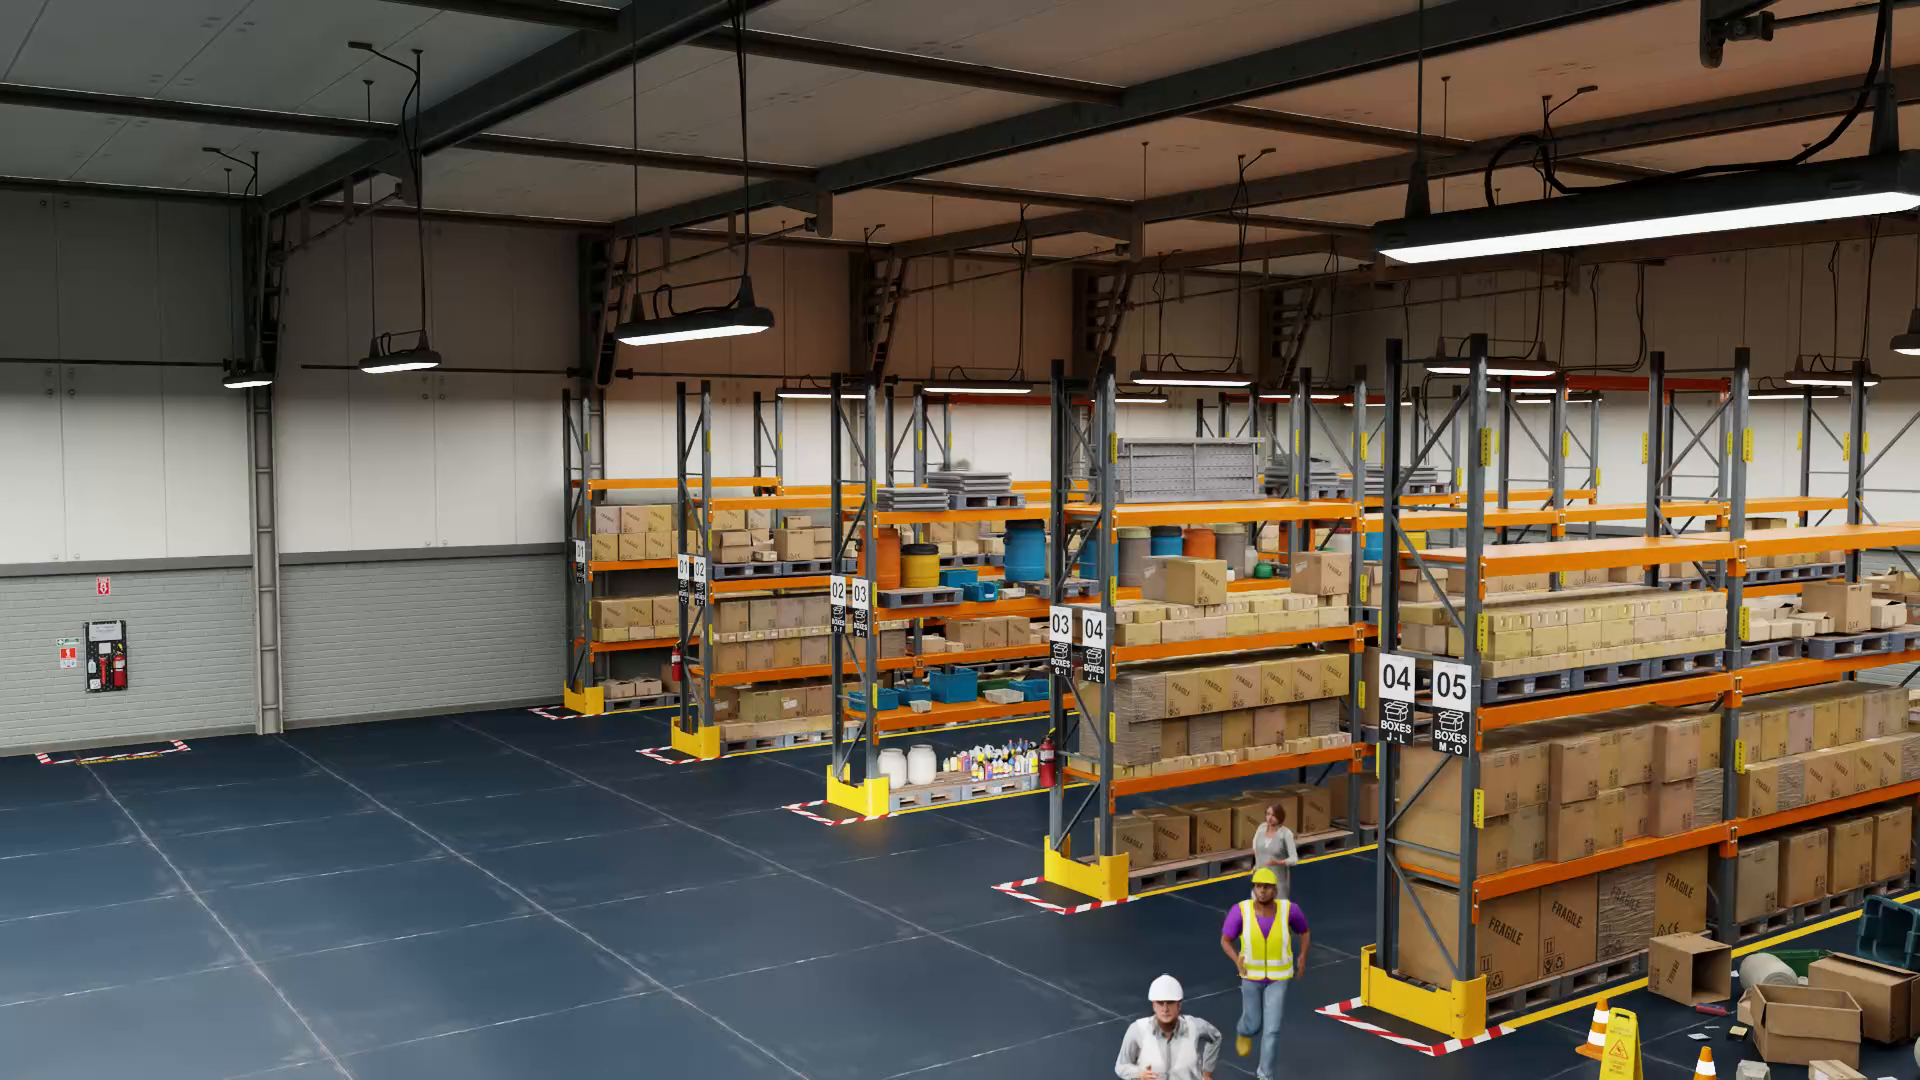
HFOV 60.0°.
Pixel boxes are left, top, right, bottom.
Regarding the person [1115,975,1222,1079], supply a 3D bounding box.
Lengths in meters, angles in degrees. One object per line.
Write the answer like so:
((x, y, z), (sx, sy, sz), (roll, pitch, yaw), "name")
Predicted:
((1.311, 3.621, 10.475), (0.643, 1.853, 0.862), (1, 4, 13), "person")

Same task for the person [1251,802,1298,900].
((3.024, 3.335, 16.063), (0.521, 1.640, 0.727), (2, 4, 28), "person")

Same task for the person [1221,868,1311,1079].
((2.422, 3.453, 13.184), (0.709, 1.761, 0.871), (1, 4, 9), "person")

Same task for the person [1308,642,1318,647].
((6.330, 2.384, 30.173), (0.639, 1.656, 0.606), (-3, 4, -35), "person")
